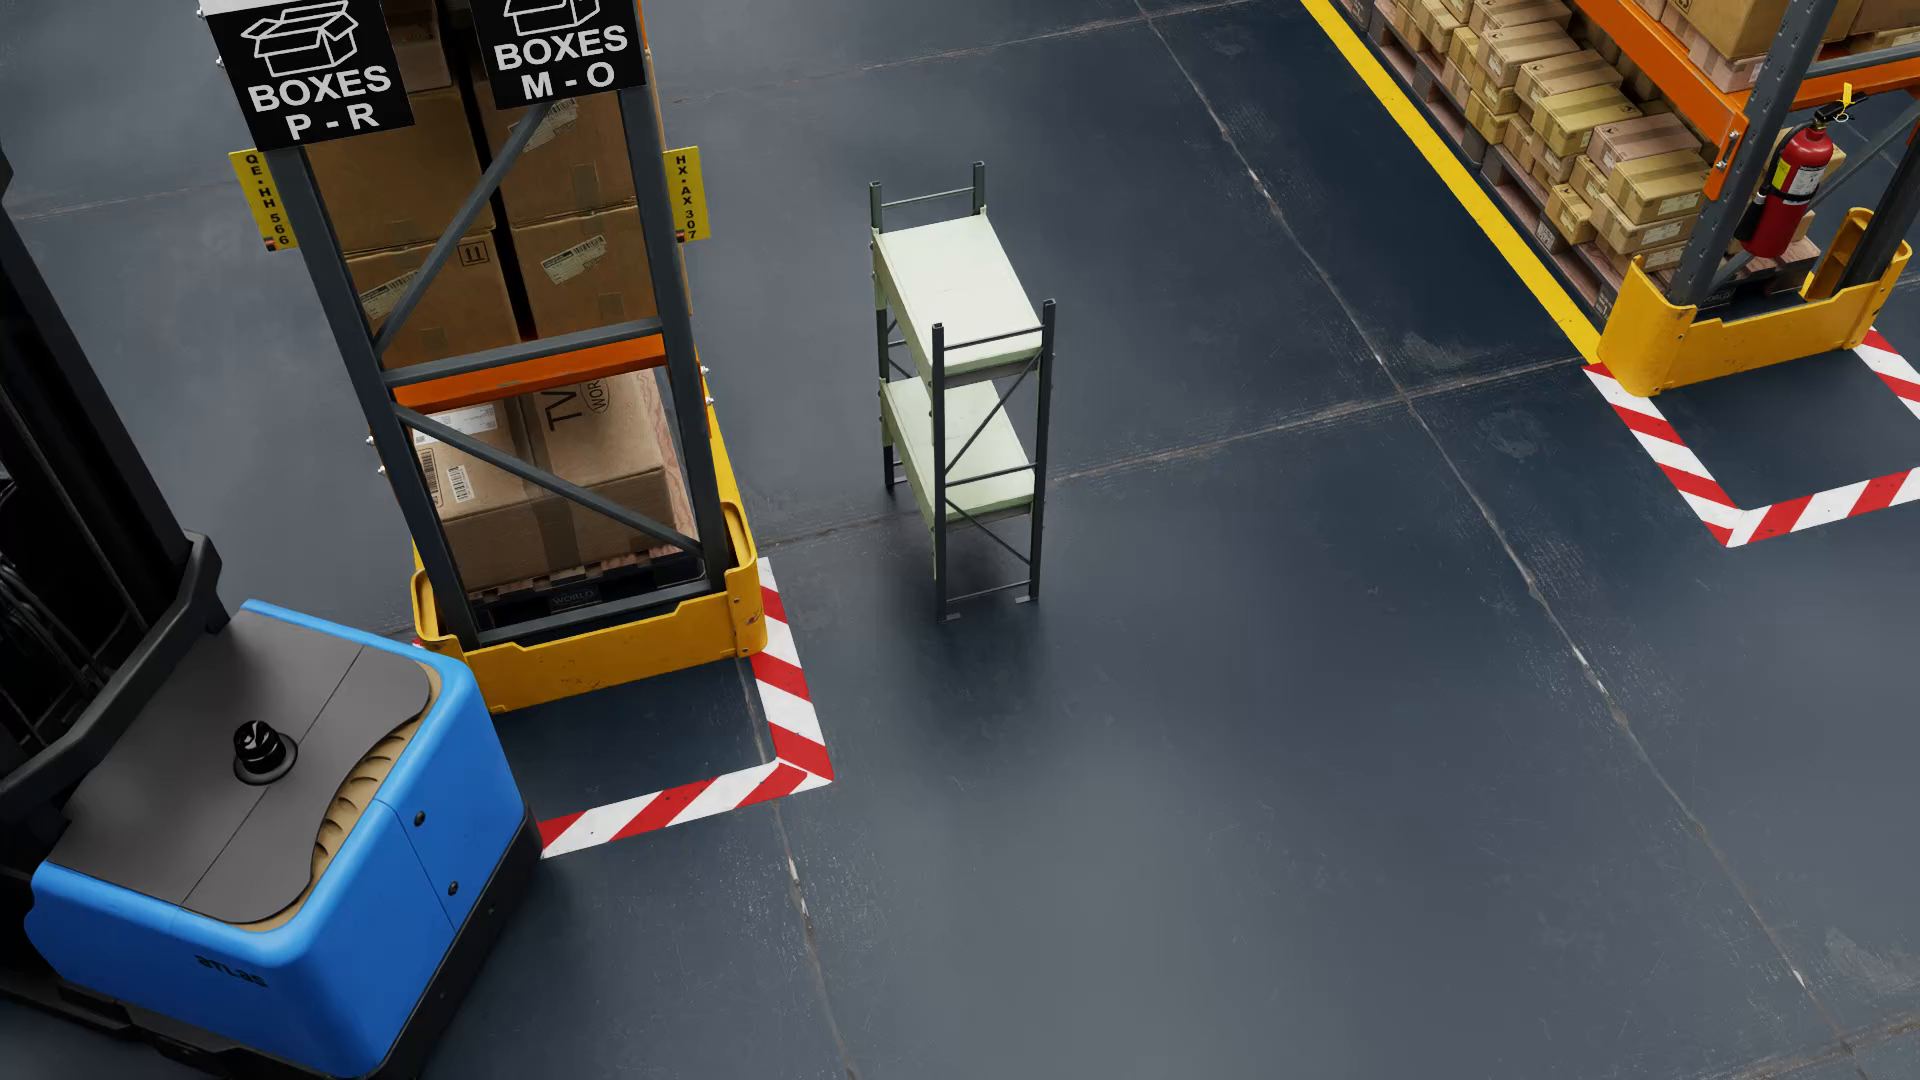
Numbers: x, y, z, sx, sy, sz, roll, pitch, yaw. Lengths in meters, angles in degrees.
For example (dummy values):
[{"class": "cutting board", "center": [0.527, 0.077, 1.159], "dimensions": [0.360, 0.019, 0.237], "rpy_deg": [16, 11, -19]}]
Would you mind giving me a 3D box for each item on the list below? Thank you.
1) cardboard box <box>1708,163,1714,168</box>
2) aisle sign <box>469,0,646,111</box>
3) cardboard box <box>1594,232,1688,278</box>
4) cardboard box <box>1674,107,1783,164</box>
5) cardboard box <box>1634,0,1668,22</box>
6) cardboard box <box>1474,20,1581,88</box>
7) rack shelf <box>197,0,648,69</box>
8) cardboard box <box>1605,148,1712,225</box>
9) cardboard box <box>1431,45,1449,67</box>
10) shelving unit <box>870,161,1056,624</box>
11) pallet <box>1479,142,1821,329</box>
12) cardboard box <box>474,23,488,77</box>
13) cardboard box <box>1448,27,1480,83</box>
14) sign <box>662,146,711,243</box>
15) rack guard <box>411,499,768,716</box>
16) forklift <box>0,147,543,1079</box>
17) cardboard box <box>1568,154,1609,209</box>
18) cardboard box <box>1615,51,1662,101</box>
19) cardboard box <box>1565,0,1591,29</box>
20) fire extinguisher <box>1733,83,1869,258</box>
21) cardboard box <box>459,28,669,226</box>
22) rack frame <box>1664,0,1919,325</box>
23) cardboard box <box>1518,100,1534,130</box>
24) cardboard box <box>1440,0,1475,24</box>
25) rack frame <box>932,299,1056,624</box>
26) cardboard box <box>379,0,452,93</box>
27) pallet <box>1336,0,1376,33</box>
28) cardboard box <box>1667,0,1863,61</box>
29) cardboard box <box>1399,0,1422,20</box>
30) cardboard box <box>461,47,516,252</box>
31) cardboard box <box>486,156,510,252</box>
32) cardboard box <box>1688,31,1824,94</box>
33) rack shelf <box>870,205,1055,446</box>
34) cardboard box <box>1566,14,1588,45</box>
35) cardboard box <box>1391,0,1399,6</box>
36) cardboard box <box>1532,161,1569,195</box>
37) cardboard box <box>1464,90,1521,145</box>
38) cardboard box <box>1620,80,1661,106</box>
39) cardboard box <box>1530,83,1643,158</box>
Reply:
[{"class": "cardboard box", "center": [3.443, -1.726, 7.428], "dimensions": [0.380, 0.149, 0.250], "rpy_deg": [-14, 51, -11]}, {"class": "aisle sign", "center": [-1.020, -1.418, 4.073], "dimensions": [0.394, 0.787, 0.004], "rpy_deg": [-13, 51, -11]}, {"class": "cardboard box", "center": [3.025, -1.314, 7.275], "dimensions": [0.380, 0.149, 0.250], "rpy_deg": [-13, 51, -10]}, {"class": "cardboard box", "center": [3.353, -1.802, 7.298], "dimensions": [0.380, 0.149, 0.250], "rpy_deg": [-12, 51, -10]}, {"class": "cardboard box", "center": [2.887, -2.223, 6.616], "dimensions": [0.380, 0.149, 0.250], "rpy_deg": [-14, 51, -11]}, {"class": "cardboard box", "center": [2.615, -2.242, 7.668], "dimensions": [0.380, 0.149, 0.250], "rpy_deg": [-12, 51, -10]}, {"class": "rack shelf", "center": [-1.910, -2.763, 5.415], "dimensions": [1.077, 0.370, 4.000], "rpy_deg": [-13, 51, -11]}, {"class": "cardboard box", "center": [2.981, -1.498, 7.041], "dimensions": [0.380, 0.149, 0.250], "rpy_deg": [-13, 51, -11]}, {"class": "cardboard box", "center": [2.571, -2.446, 8.230], "dimensions": [0.380, 0.149, 0.250], "rpy_deg": [-12, 51, -10]}, {"class": "shelving unit", "center": [-0.002, -0.488, 5.970], "dimensions": [0.431, 1.500, 0.755], "rpy_deg": [-13, 51, -11]}, {"class": "pallet", "center": [3.151, -1.518, 7.681], "dimensions": [1.003, 0.211, 1.213], "rpy_deg": [-13, 51, -11]}, {"class": "cardboard box", "center": [-1.159, -1.452, 4.659], "dimensions": [0.380, 0.149, 0.250], "rpy_deg": [-12, 51, -10]}, {"class": "cardboard box", "center": [2.572, -2.339, 7.945], "dimensions": [0.380, 0.149, 0.250], "rpy_deg": [-11, 51, -9]}, {"class": "sign", "center": [-0.787, -0.993, 4.797], "dimensions": [0.100, 0.325, 0.005], "rpy_deg": [-13, 51, -11]}, {"class": "rack guard", "center": [-1.312, 0.256, 5.997], "dimensions": [1.175, 0.500, 0.348], "rpy_deg": [-13, 51, -11]}, {"class": "forklift", "center": [-2.972, 0.099, 4.539], "dimensions": [3.031, 2.935, 1.130], "rpy_deg": [14, 51, 12]}, {"class": "cardboard box", "center": [2.925, -1.596, 7.319], "dimensions": [0.380, 0.149, 0.250], "rpy_deg": [-14, 51, -12]}, {"class": "cardboard box", "center": [3.249, -2.177, 7.614], "dimensions": [0.380, 0.149, 0.250], "rpy_deg": [-16, 52, -13]}, {"class": "cardboard box", "center": [3.141, -2.584, 7.957], "dimensions": [0.380, 0.149, 0.250], "rpy_deg": [-13, 51, -10]}, {"class": "fire extinguisher", "center": [3.014, -1.327, 5.991], "dimensions": [0.296, 0.674, 0.183], "rpy_deg": [-13, 51, -11]}, {"class": "cardboard box", "center": [-1.189, -1.336, 4.985], "dimensions": [0.500, 0.500, 0.500], "rpy_deg": [-14, 51, -12]}, {"class": "rack frame", "center": [3.380, -1.760, 6.062], "dimensions": [1.000, 3.000, 0.127], "rpy_deg": [-13, 51, -11]}, {"class": "cardboard box", "center": [2.815, -1.992, 7.652], "dimensions": [0.380, 0.149, 0.250], "rpy_deg": [-14, 51, -11]}, {"class": "cardboard box", "center": [2.539, -2.644, 8.008], "dimensions": [0.380, 0.149, 0.250], "rpy_deg": [-13, 51, -11]}, {"class": "rack frame", "center": [0.106, -0.221, 5.745], "dimensions": [0.400, 1.500, 0.023], "rpy_deg": [-13, 51, -11]}, {"class": "cardboard box", "center": [-1.616, -1.347, 4.570], "dimensions": [0.380, 0.149, 0.250], "rpy_deg": [-13, 51, -10]}, {"class": "pallet", "center": [2.429, -3.300, 9.184], "dimensions": [1.003, 0.211, 1.213], "rpy_deg": [-13, 51, -11]}, {"class": "cardboard box", "center": [3.001, -2.158, 6.137], "dimensions": [0.500, 0.500, 0.500], "rpy_deg": [-12, 51, -10]}, {"class": "cardboard box", "center": [2.416, -2.720, 8.266], "dimensions": [0.380, 0.149, 0.250], "rpy_deg": [-14, 51, -11]}, {"class": "cardboard box", "center": [-1.363, -1.378, 5.674], "dimensions": [0.500, 0.500, 0.500], "rpy_deg": [-14, 51, -11]}, {"class": "cardboard box", "center": [-1.848, -1.262, 5.576], "dimensions": [0.500, 0.500, 0.500], "rpy_deg": [-14, 51, -12]}, {"class": "cardboard box", "center": [3.014, -1.853, 6.304], "dimensions": [0.380, 0.149, 0.250], "rpy_deg": [-13, 51, -11]}, {"class": "rack shelf", "center": [-0.002, -0.740, 5.672], "dimensions": [0.431, 0.370, 0.720], "rpy_deg": [-13, 51, -11]}, {"class": "cardboard box", "center": [3.025, -2.458, 8.045], "dimensions": [0.380, 0.149, 0.250], "rpy_deg": [-11, 51, -9]}, {"class": "cardboard box", "center": [2.435, -2.833, 8.556], "dimensions": [0.380, 0.149, 0.250], "rpy_deg": [-15, 52, -13]}, {"class": "cardboard box", "center": [2.856, -1.691, 7.593], "dimensions": [0.380, 0.149, 0.250], "rpy_deg": [-14, 51, -11]}, {"class": "cardboard box", "center": [2.636, -2.041, 7.888], "dimensions": [0.380, 0.149, 0.250], "rpy_deg": [-15, 52, -13]}, {"class": "cardboard box", "center": [3.314, -2.097, 7.741], "dimensions": [0.380, 0.149, 0.250], "rpy_deg": [-12, 51, -10]}, {"class": "cardboard box", "center": [2.764, -1.855, 7.342], "dimensions": [0.380, 0.149, 0.250], "rpy_deg": [-14, 51, -12]}]
